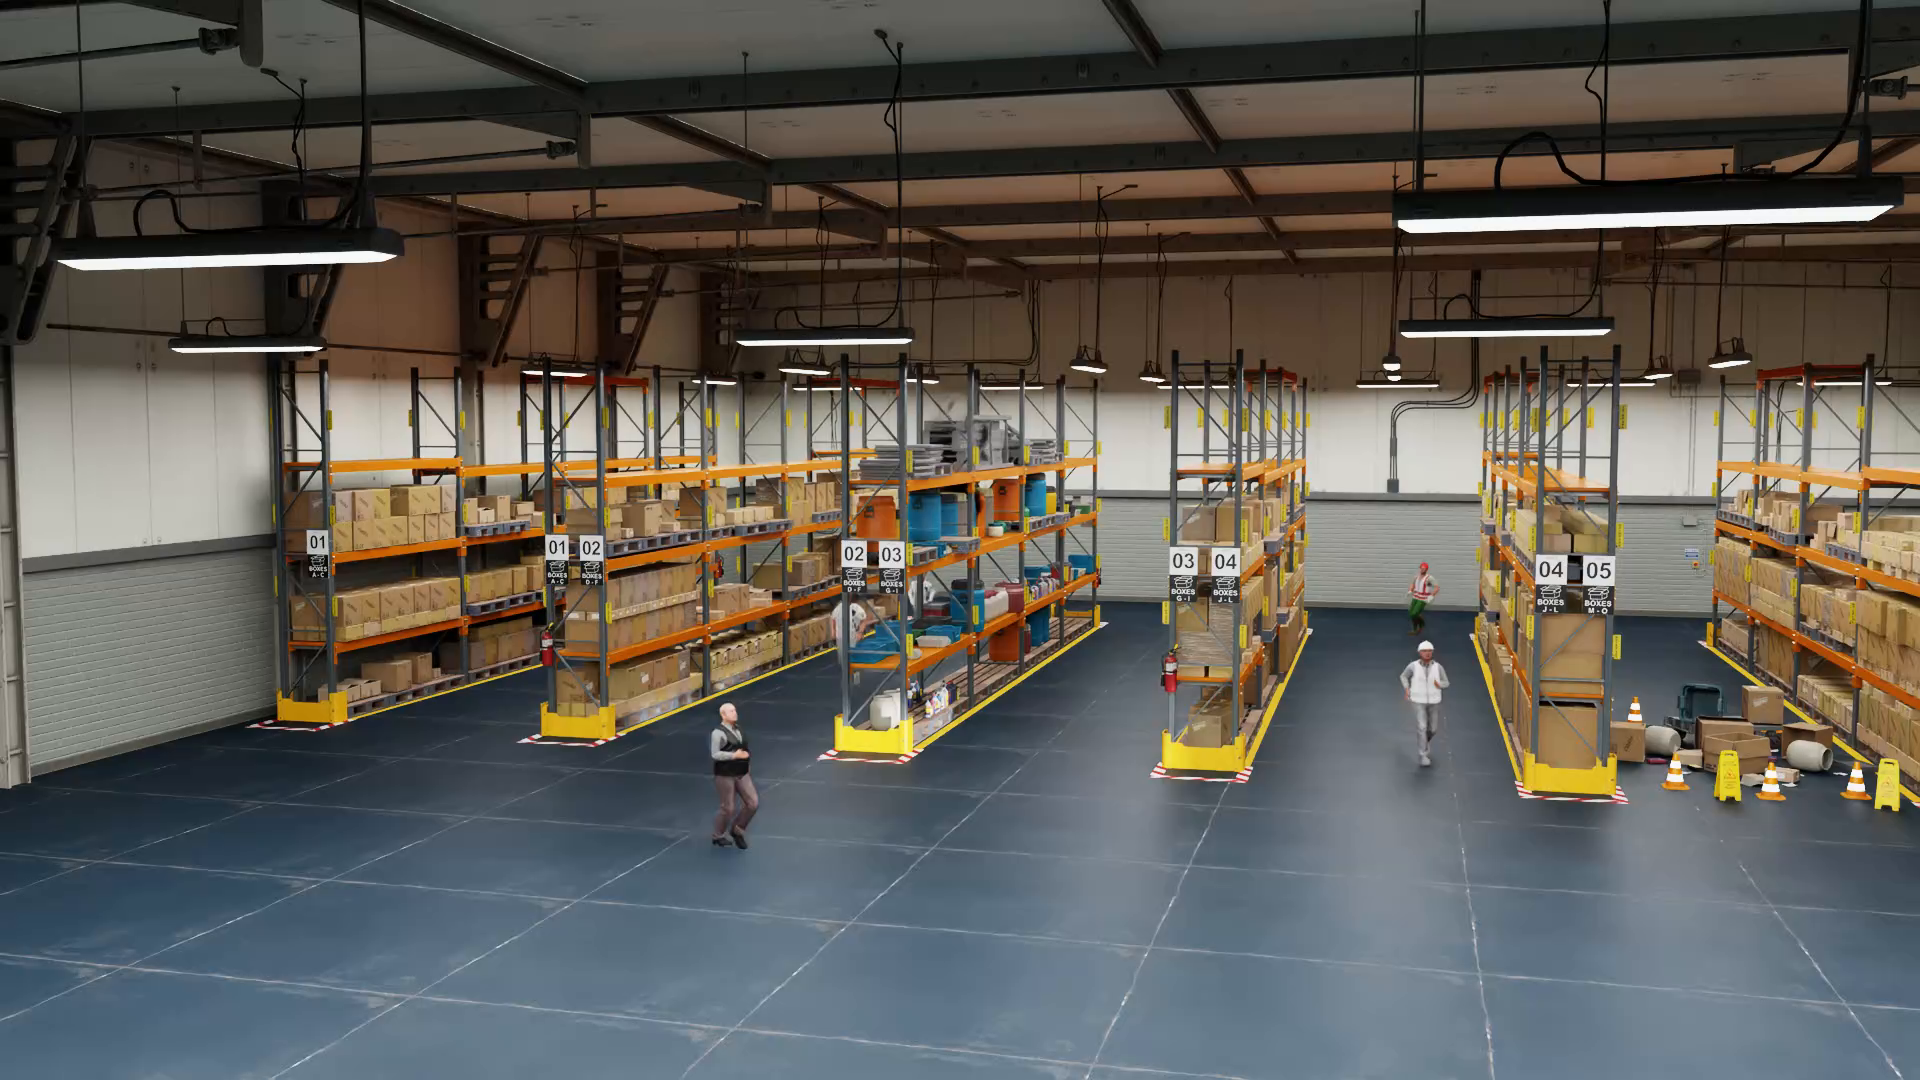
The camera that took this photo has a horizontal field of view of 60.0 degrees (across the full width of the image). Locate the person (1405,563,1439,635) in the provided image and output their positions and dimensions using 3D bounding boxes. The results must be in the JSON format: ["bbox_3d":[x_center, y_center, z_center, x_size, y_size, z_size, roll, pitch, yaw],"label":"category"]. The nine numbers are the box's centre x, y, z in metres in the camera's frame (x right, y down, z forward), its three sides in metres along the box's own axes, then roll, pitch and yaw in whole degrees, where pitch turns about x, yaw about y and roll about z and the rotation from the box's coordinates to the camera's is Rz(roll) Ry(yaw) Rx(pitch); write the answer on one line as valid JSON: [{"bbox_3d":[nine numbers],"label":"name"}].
[{"bbox_3d":[10.634,1.373,38.465,0.519,1.715,0.717,-3,5,-32],"label":"person"}]

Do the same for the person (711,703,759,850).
[{"bbox_3d":[-2.617,2.765,19.326,0.669,1.738,0.640,3,5,37],"label":"person"}]

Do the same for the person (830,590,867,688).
[{"bbox_3d":[-1.992,1.742,29.387,0.683,1.785,0.557,1,4,15],"label":"person"}]

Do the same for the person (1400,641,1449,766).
[{"bbox_3d":[6.801,2.355,24.308,0.662,1.749,0.961,0,4,4],"label":"person"}]

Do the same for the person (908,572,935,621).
[{"bbox_3d":[-0.869,1.494,37.629,0.620,1.681,0.948,1,4,10],"label":"person"}]
